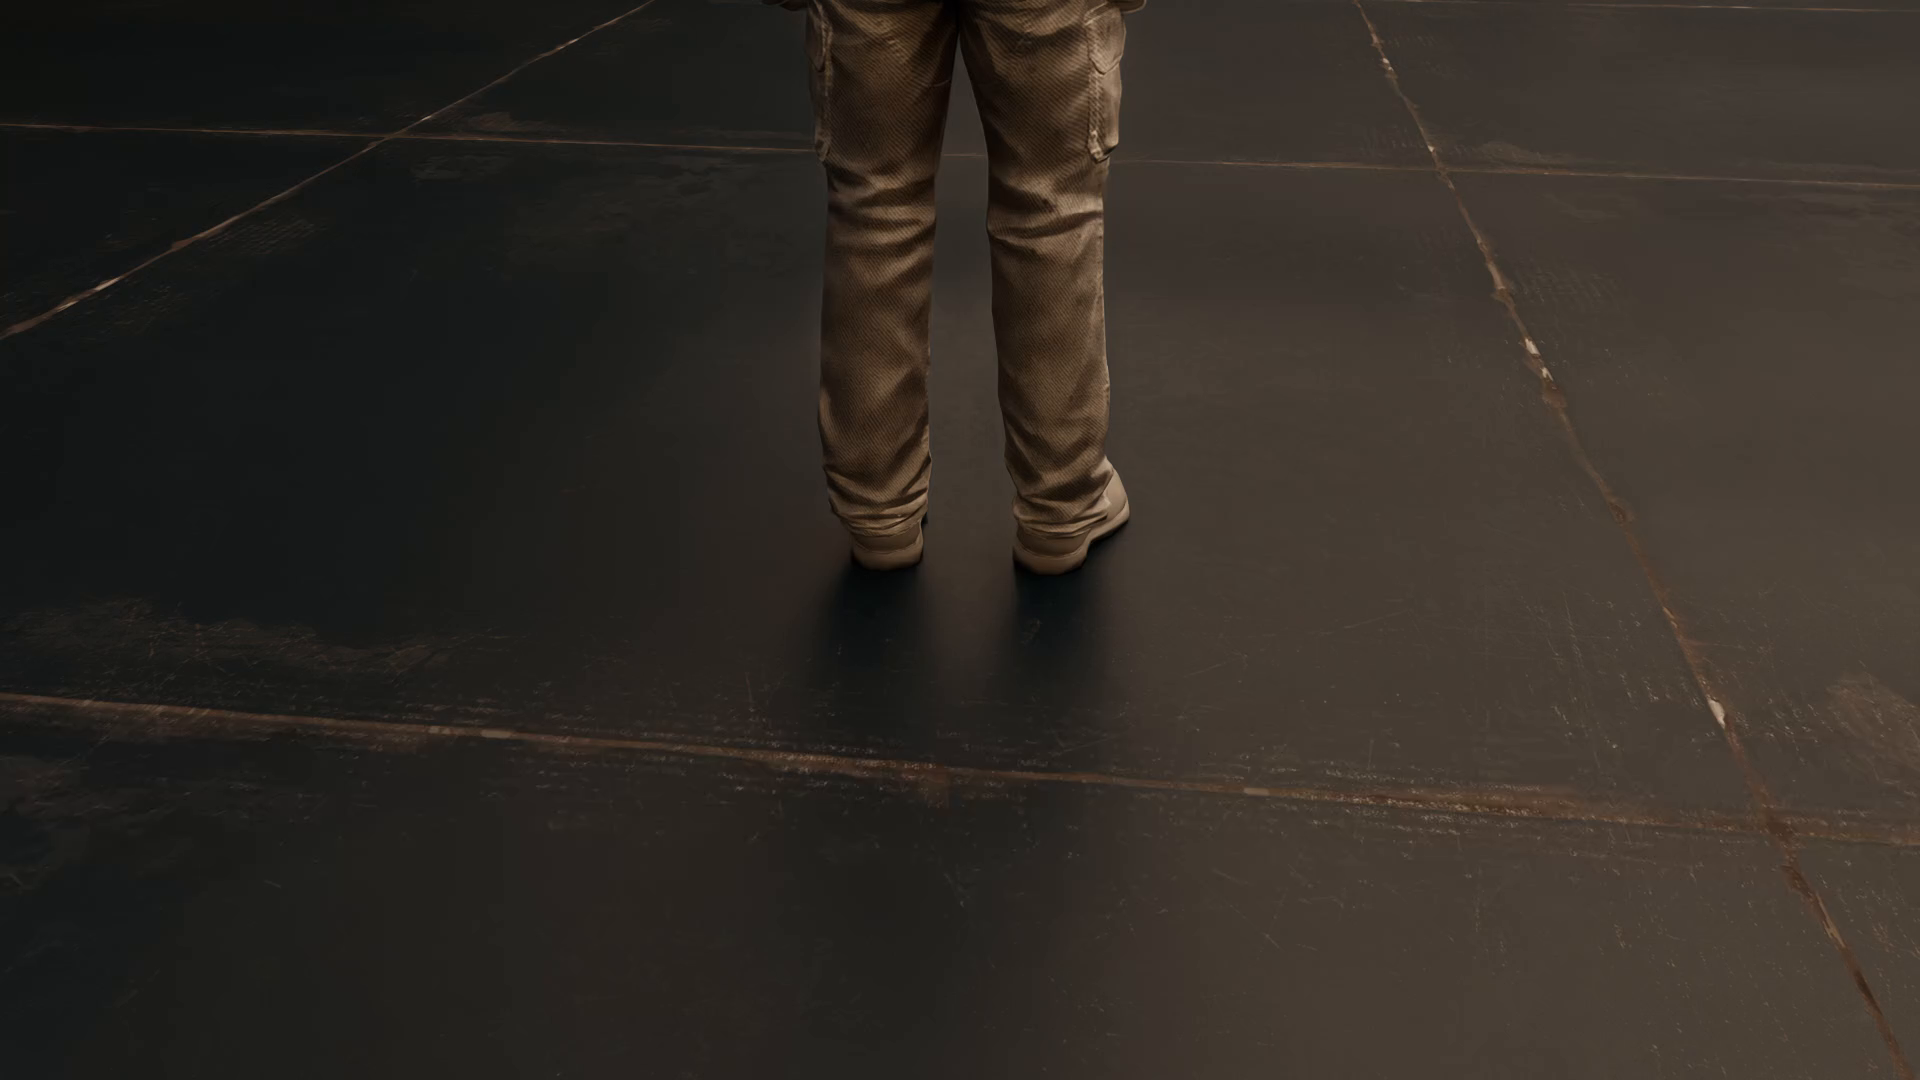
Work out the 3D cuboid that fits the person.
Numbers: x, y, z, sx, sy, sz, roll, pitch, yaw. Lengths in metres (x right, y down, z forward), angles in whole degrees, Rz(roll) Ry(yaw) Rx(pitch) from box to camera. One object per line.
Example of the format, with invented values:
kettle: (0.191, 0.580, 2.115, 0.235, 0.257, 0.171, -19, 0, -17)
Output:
person: (-0.010, -0.801, 2.107, 0.542, 1.789, 0.382, 3, 27, 7)
